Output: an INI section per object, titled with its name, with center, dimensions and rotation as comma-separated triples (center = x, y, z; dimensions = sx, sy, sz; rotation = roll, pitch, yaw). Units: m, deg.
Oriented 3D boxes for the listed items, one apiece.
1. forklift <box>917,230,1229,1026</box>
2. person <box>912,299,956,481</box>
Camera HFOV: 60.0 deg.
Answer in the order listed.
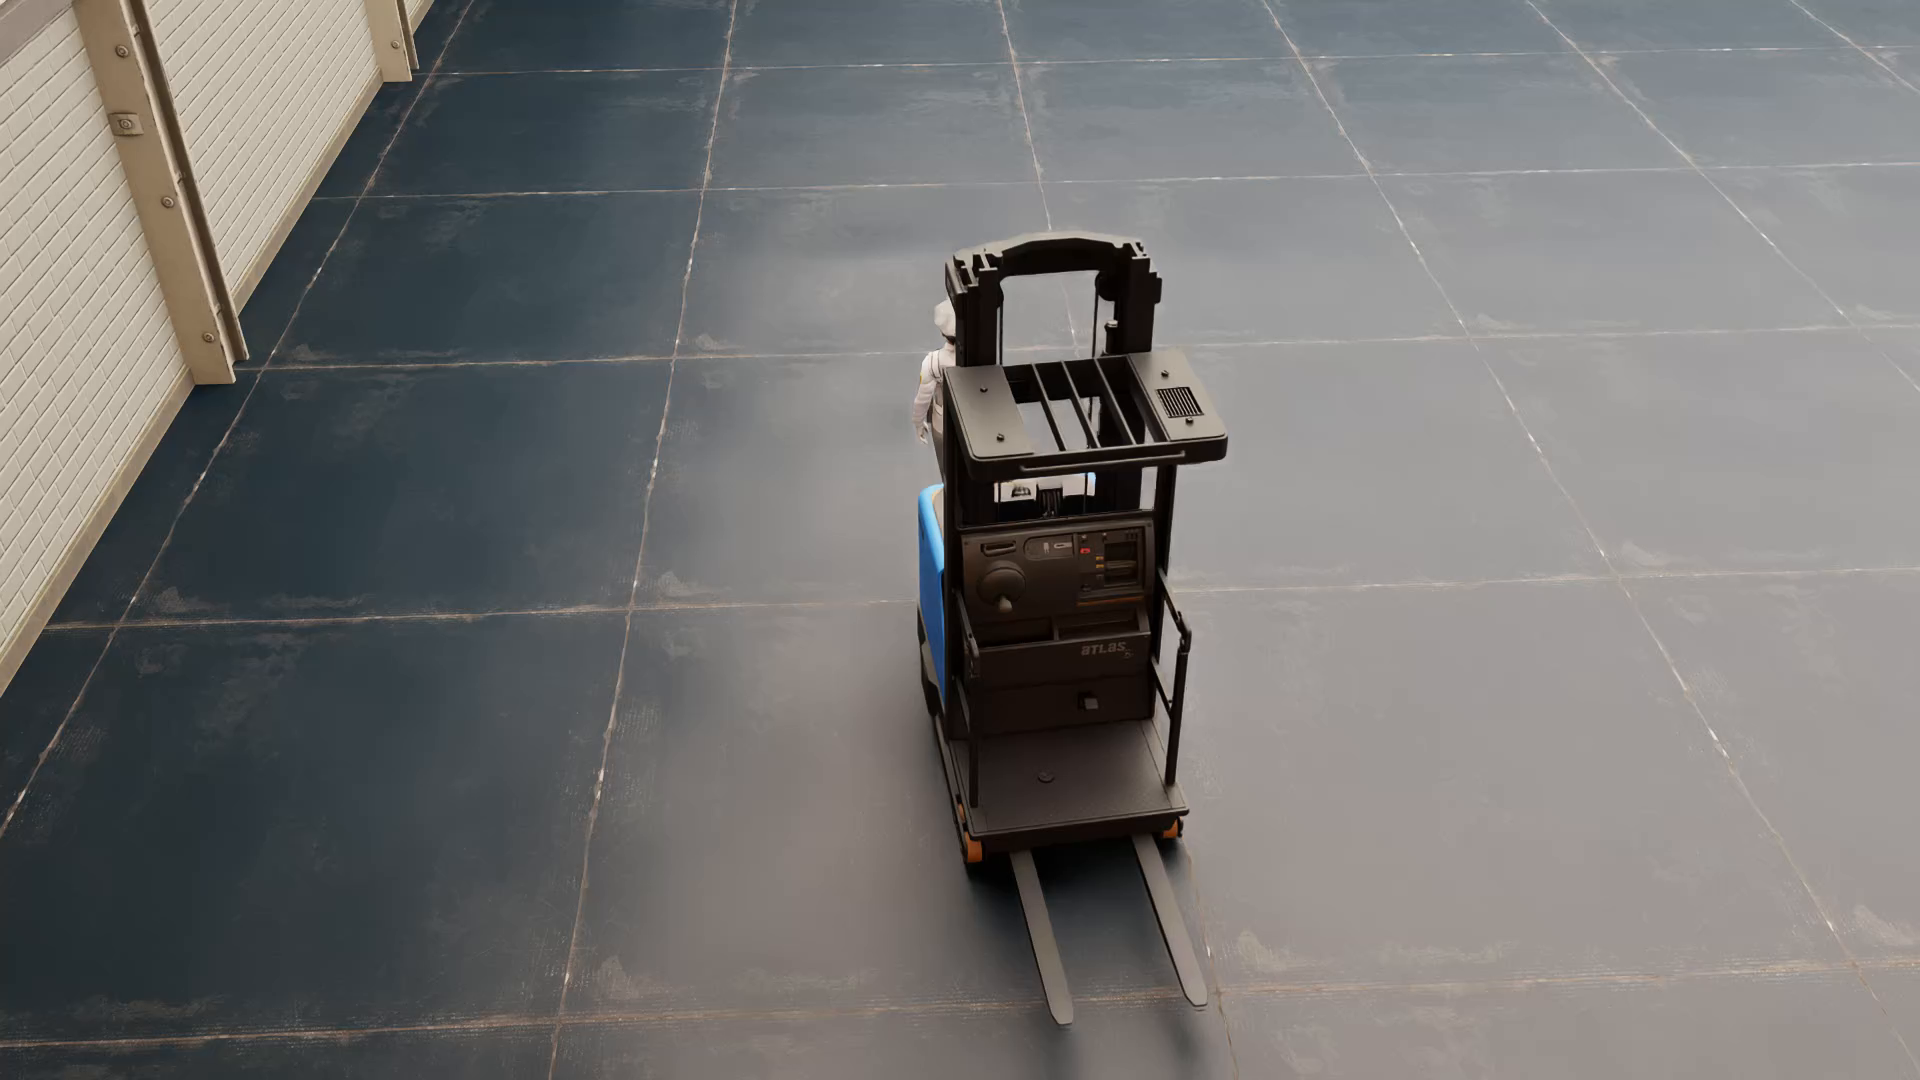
[forklift]
center = 0.508, 0.193, 7.745
dimensions = 1.130, 2.935, 3.031
rotation = -6, 36, -8
[person]
center = 0.003, -0.731, 10.053
dimensions = 0.587, 1.695, 0.531
rotation = -2, 36, -2
